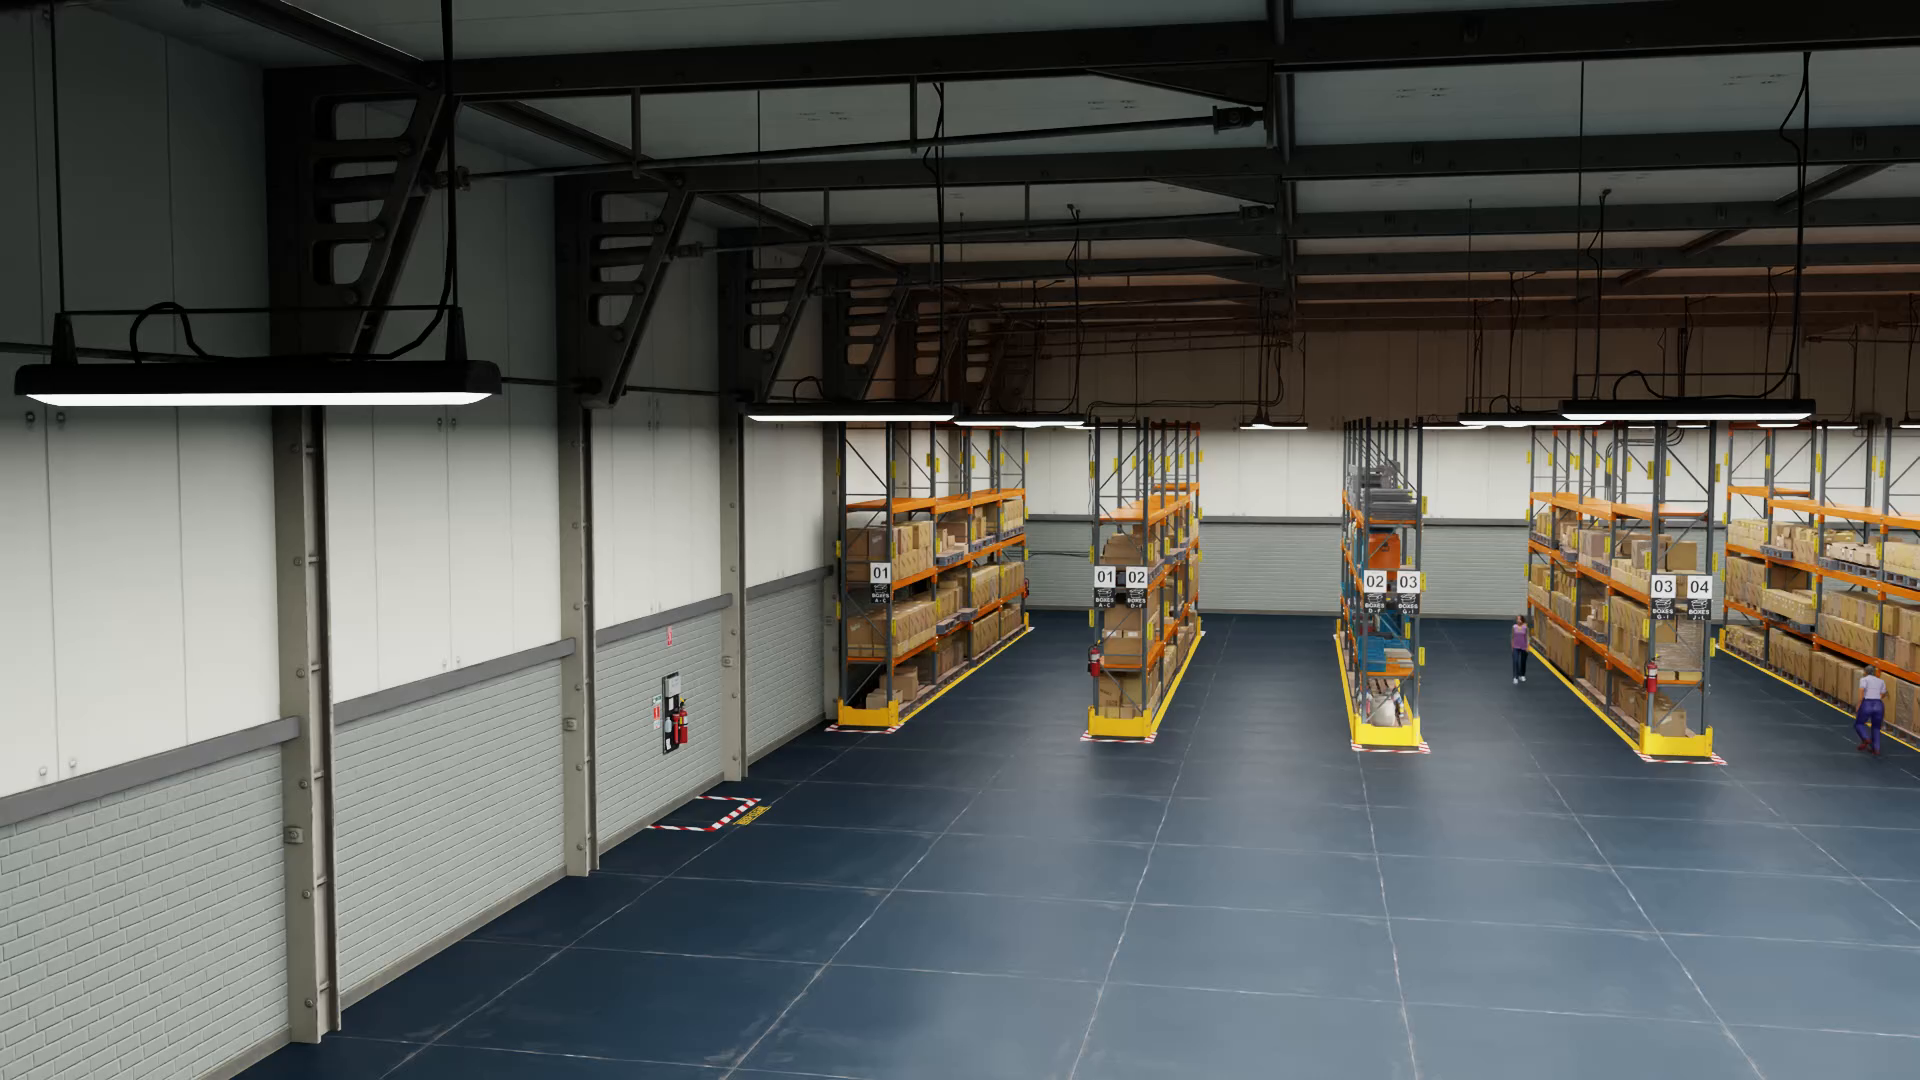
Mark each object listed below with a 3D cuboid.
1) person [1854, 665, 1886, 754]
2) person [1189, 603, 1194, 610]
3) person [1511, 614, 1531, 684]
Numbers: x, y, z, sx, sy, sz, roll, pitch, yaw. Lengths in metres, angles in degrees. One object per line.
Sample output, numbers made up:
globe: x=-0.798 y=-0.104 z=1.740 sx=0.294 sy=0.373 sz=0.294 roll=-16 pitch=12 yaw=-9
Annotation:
person: x=16.338 y=3.021 z=29.842 sx=0.547 sy=1.532 sz=0.710 roll=1 pitch=4 yaw=14
person: x=6.887 y=1.619 z=49.923 sx=0.968 sy=1.733 sz=0.589 roll=3 pitch=5 yaw=37
person: x=12.741 y=2.472 z=37.810 sx=0.432 sy=1.552 sz=0.896 roll=1 pitch=4 yaw=21
